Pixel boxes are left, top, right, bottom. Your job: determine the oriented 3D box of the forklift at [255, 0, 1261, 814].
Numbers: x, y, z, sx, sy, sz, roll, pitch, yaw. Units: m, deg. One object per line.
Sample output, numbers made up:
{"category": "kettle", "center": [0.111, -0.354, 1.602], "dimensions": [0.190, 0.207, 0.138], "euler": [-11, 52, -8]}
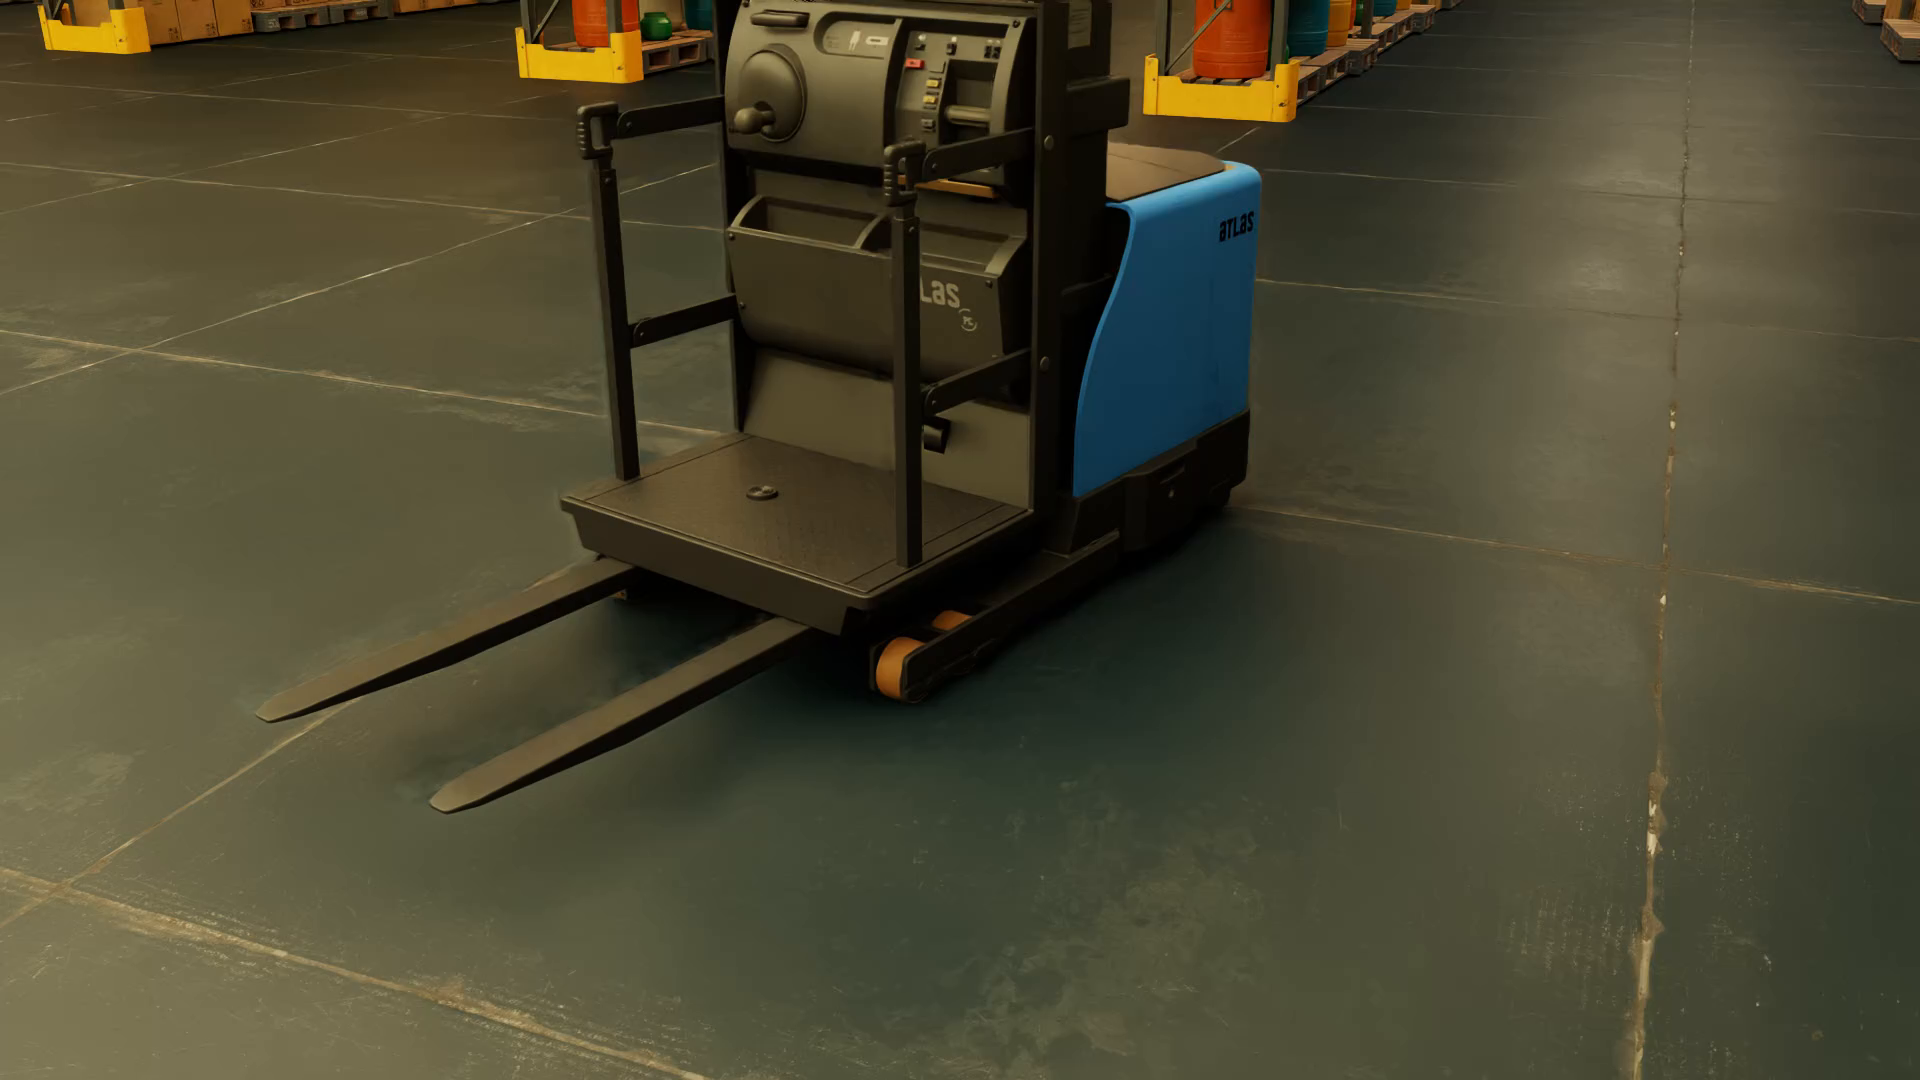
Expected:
{"category": "forklift", "center": [-0.359, -1.159, 4.065], "dimensions": [1.130, 2.935, 3.031], "euler": [16, 28, 34]}
